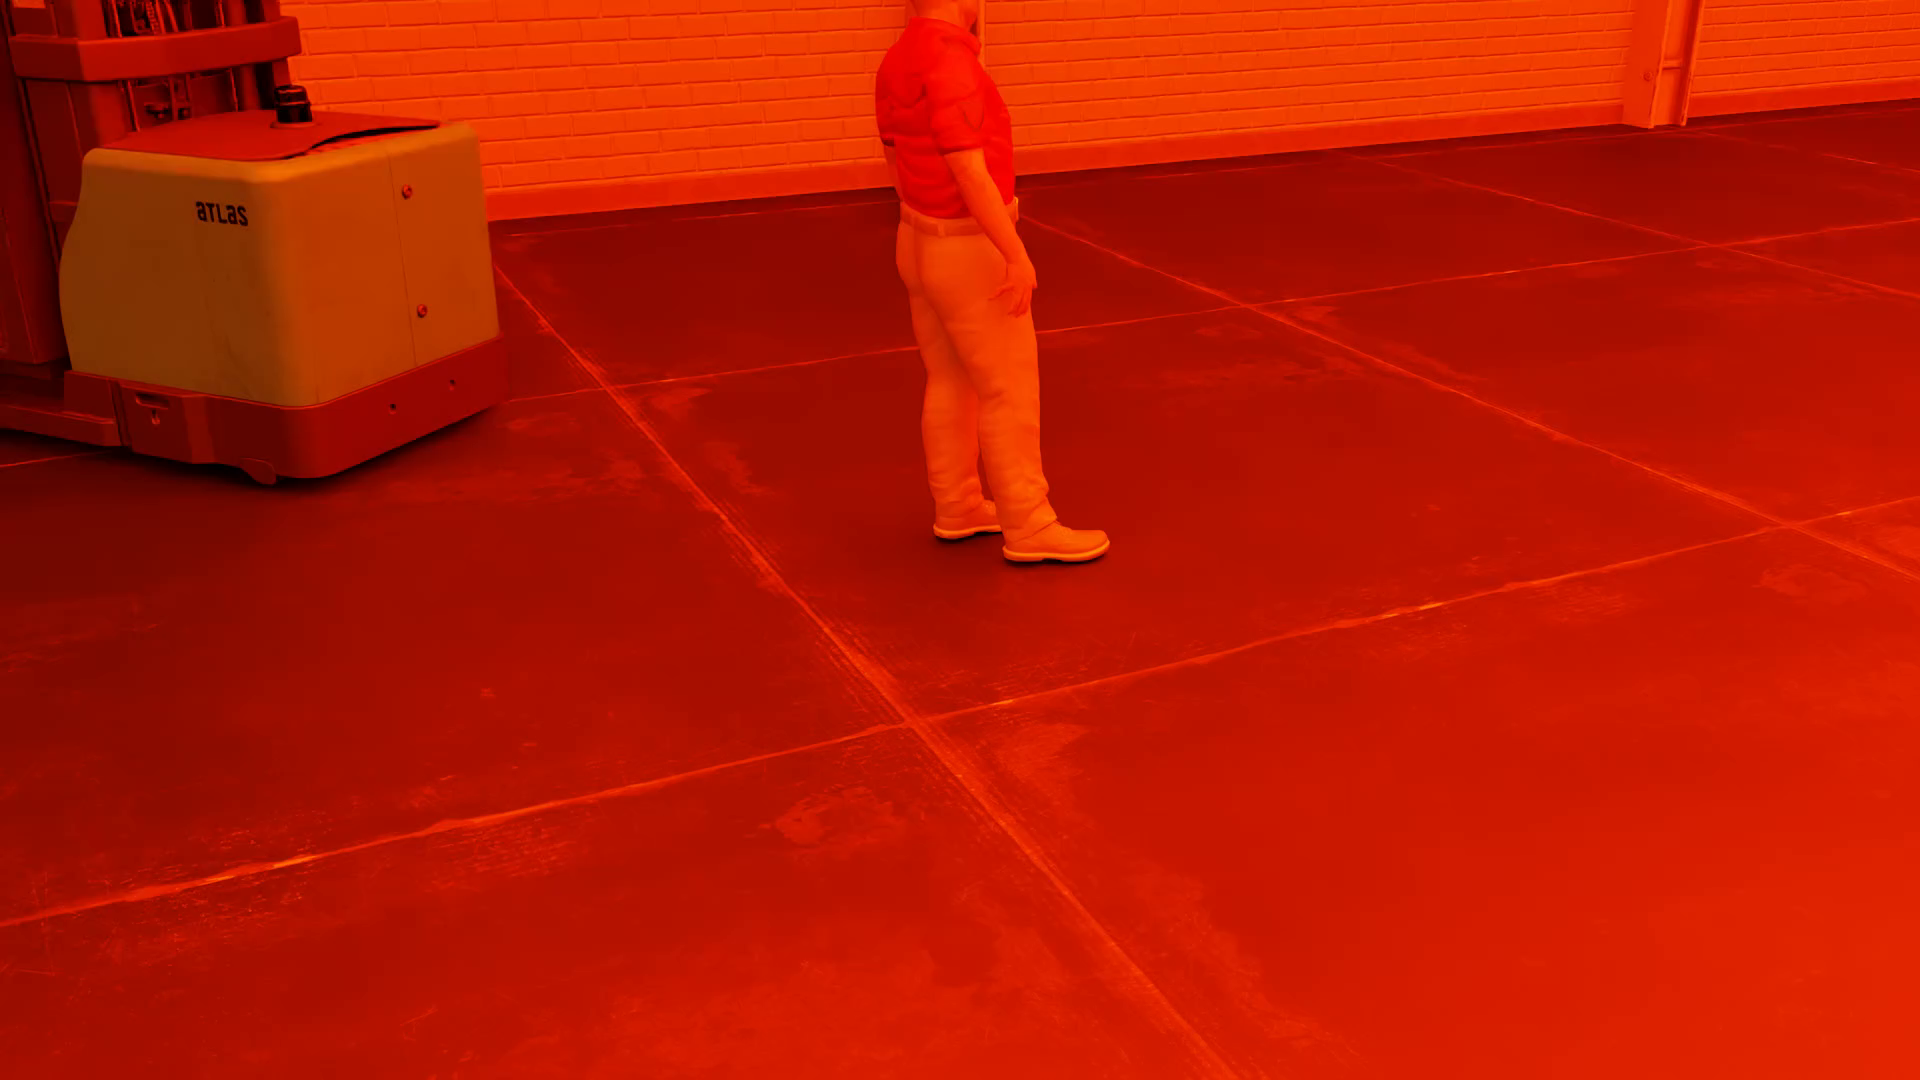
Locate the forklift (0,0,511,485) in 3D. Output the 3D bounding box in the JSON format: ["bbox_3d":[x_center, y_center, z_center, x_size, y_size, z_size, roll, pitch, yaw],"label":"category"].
[{"bbox_3d":[-3.238,-1.896,5.850,3.031,2.935,1.130,10,25,22],"label":"forklift"}]

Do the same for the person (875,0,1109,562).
[{"bbox_3d":[0.086,-0.816,4.798,0.550,1.727,0.642,-10,25,-23],"label":"person"}]
